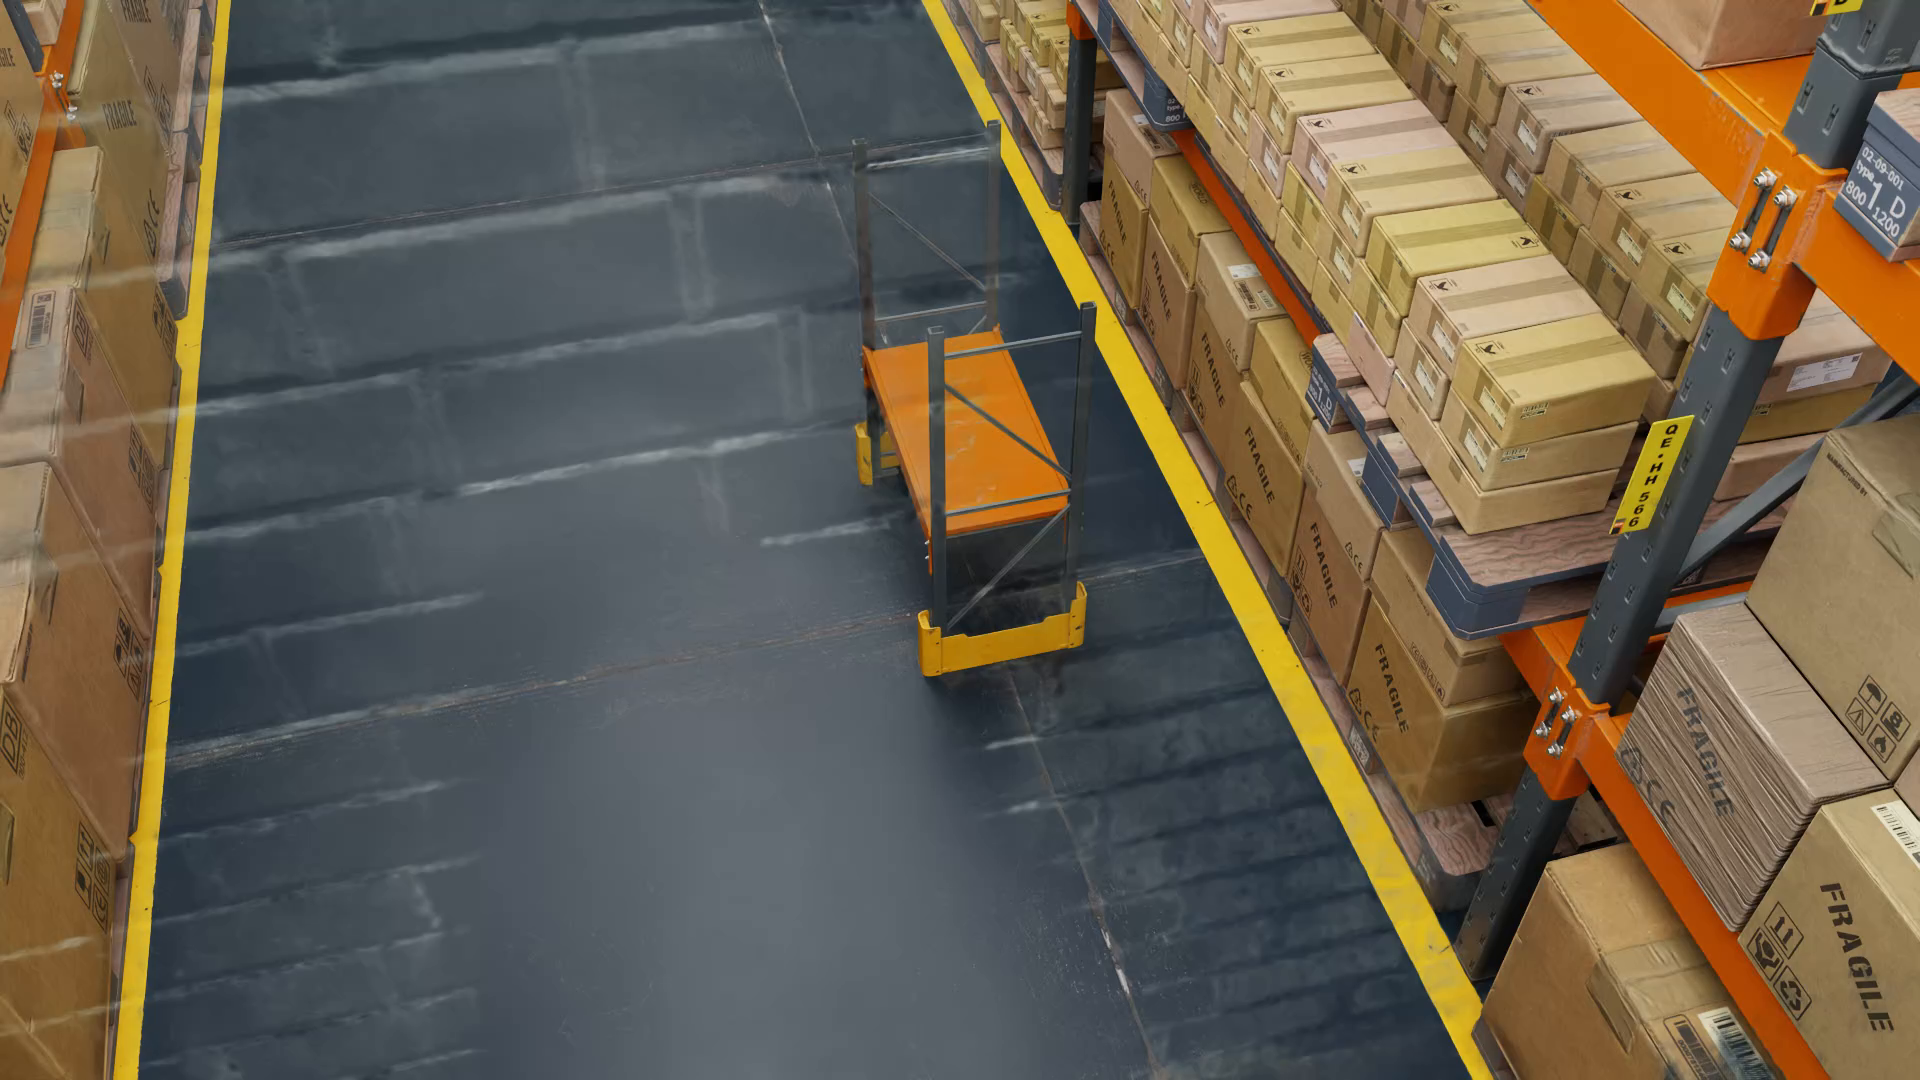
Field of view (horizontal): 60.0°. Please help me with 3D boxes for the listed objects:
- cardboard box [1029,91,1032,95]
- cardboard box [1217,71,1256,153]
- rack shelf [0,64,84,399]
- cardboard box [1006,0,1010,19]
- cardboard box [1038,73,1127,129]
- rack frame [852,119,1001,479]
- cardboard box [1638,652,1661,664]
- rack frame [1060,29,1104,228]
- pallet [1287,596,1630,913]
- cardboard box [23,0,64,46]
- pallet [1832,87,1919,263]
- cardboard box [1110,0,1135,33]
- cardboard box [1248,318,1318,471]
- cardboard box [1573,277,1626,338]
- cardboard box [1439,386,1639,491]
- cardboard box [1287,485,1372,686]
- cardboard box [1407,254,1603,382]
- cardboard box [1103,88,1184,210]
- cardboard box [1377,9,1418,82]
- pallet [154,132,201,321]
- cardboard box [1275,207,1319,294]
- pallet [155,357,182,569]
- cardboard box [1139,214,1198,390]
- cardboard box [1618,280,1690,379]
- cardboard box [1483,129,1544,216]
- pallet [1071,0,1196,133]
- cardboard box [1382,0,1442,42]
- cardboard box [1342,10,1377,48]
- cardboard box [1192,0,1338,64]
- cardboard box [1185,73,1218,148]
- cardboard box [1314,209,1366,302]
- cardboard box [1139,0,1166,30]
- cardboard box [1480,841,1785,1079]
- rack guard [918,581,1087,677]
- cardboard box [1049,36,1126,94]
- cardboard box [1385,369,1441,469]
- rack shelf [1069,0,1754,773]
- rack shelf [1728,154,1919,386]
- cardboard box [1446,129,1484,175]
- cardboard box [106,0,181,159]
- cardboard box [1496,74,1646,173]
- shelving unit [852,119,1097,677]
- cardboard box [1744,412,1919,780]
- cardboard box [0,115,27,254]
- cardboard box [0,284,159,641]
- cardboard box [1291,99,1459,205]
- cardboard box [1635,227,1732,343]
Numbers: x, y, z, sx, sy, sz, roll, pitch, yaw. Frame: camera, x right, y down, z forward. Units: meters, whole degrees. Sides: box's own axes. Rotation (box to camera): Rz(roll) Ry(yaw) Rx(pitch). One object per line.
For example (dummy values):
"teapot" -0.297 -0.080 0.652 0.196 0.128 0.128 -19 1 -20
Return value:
"cardboard box" 0.550 -2.176 7.984 0.380 0.149 0.250 -10 46 -9
"cardboard box" 1.024 -1.352 5.148 0.380 0.149 0.250 -12 47 -11
"rack shelf" -3.343 -0.154 4.805 1.077 0.370 4.000 -11 47 -10
"cardboard box" 0.441 -2.594 8.186 0.380 0.149 0.250 -10 46 -10
"cardboard box" 0.577 -2.036 7.639 0.380 0.149 0.250 -10 46 -10
"rack frame" -0.108 -0.817 6.001 0.500 1.500 0.032 -11 47 -10
"cardboard box" 2.047 0.083 5.000 0.500 0.250 0.500 -13 47 -12
"rack frame" 0.965 -2.624 6.721 1.000 3.000 0.127 -11 47 -10
"pallet" 1.790 0.574 5.540 1.003 0.211 1.213 -11 47 -10
"cardboard box" -3.610 -1.964 6.250 0.380 0.149 0.250 -11 47 -10
"pallet" 2.205 -0.411 2.585 1.213 0.211 1.003 -9 46 -8
"cardboard box" 0.758 -1.963 5.956 0.380 0.149 0.250 -10 46 -10
"cardboard box" 1.306 -0.521 5.592 0.500 0.250 0.500 -10 46 -9
"cardboard box" 1.932 -0.639 4.657 0.380 0.149 0.250 -9 46 -8
"cardboard box" 1.422 -0.283 4.101 0.380 0.149 0.250 -10 46 -9
"cardboard box" 1.439 0.100 5.508 0.500 0.500 0.500 -9 46 -9
"cardboard box" 1.358 -0.558 4.162 0.380 0.149 0.250 -11 47 -11
"cardboard box" 0.899 -1.600 6.649 0.500 0.250 0.500 -13 47 -12
"cardboard box" 1.599 -1.639 5.430 0.380 0.149 0.250 -11 47 -10
"pallet" -3.975 -1.350 7.425 1.003 0.211 1.213 -11 47 -10
"cardboard box" 1.160 -0.885 4.899 0.380 0.149 0.250 -13 47 -12
"pallet" -3.585 -0.292 6.388 1.003 0.211 1.213 -11 47 -10
"cardboard box" 1.035 -0.972 6.559 0.500 0.500 0.500 -9 46 -9
"cardboard box" 1.988 -0.583 4.394 0.380 0.149 0.250 -9 46 -8
"cardboard box" 1.789 -1.113 4.914 0.380 0.149 0.250 -11 47 -10
"pallet" 1.020 -2.002 6.247 1.003 0.211 1.213 -11 47 -10
"cardboard box" 1.589 -1.750 5.330 0.380 0.149 0.250 -13 47 -12
"cardboard box" 1.528 -1.729 5.726 0.380 0.149 0.250 -13 47 -12
"cardboard box" 0.953 -1.643 5.225 0.380 0.149 0.250 -9 46 -9
"cardboard box" 0.961 -1.426 5.429 0.380 0.149 0.250 -11 47 -11
"cardboard box" 1.219 -0.821 4.628 0.380 0.149 0.250 -11 47 -10
"cardboard box" 0.823 -1.895 5.680 0.380 0.149 0.250 -13 47 -12
"cardboard box" 2.058 1.215 4.240 1.050 0.750 0.750 -11 47 -11
"rack guard" 0.147 0.309 5.772 0.587 0.250 0.087 -11 47 -10
"cardboard box" 0.622 -2.179 7.571 0.380 0.149 0.250 -9 46 -9
"cardboard box" 1.357 -0.350 4.374 0.380 0.149 0.250 -11 47 -10
"rack shelf" 1.477 -0.991 5.625 1.077 0.370 4.000 -11 47 -10
"rack shelf" 2.501 0.720 1.847 1.077 0.370 4.000 -11 47 -10
"cardboard box" 1.728 -1.182 5.190 0.380 0.149 0.250 -10 46 -10
"cardboard box" -4.177 -2.282 7.580 0.875 0.875 0.875 -11 47 -10
"cardboard box" 1.790 -1.209 4.800 0.380 0.149 0.250 -9 46 -8
"shelving unit" 0.020 -0.472 5.663 0.587 1.500 1.083 -11 47 -10
"cardboard box" 2.094 0.065 3.316 0.700 0.500 0.500 -11 47 -11
"cardboard box" -3.352 -1.206 5.262 0.500 0.500 0.500 -9 46 -9
"cardboard box" -3.443 -0.135 5.476 1.225 0.875 0.875 -12 47 -12
"cardboard box" 1.163 -1.090 4.683 0.380 0.149 0.250 -11 47 -10
"cardboard box" 1.987 -0.669 4.271 0.380 0.149 0.250 -12 47 -11
